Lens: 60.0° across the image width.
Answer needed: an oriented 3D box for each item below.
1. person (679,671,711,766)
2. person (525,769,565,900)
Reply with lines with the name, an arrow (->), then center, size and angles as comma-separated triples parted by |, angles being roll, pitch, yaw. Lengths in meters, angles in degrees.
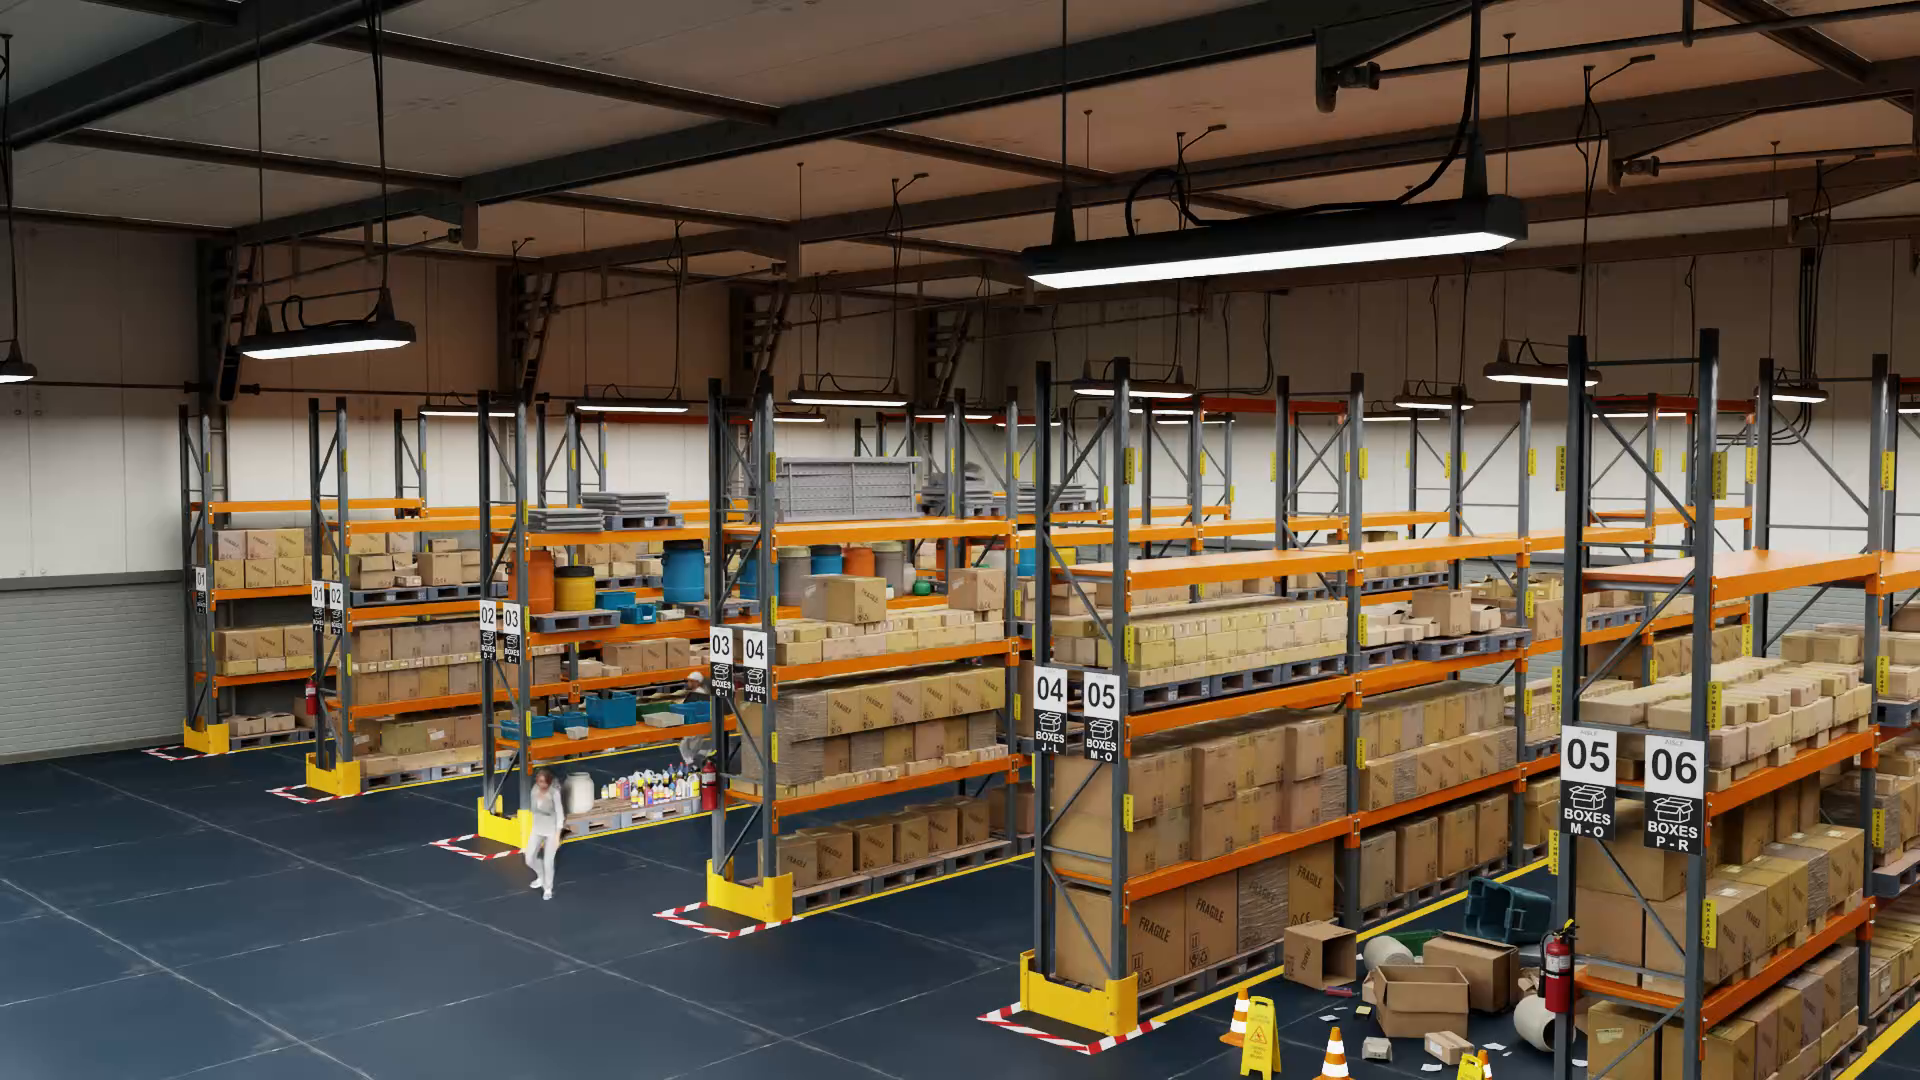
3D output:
person -> -4.077, 2.914, 26.247 | 0.749, 1.718, 0.719 | -1, 3, -23
person -> -4.777, 3.385, 19.175 | 0.568, 1.556, 0.531 | 1, 3, 14
